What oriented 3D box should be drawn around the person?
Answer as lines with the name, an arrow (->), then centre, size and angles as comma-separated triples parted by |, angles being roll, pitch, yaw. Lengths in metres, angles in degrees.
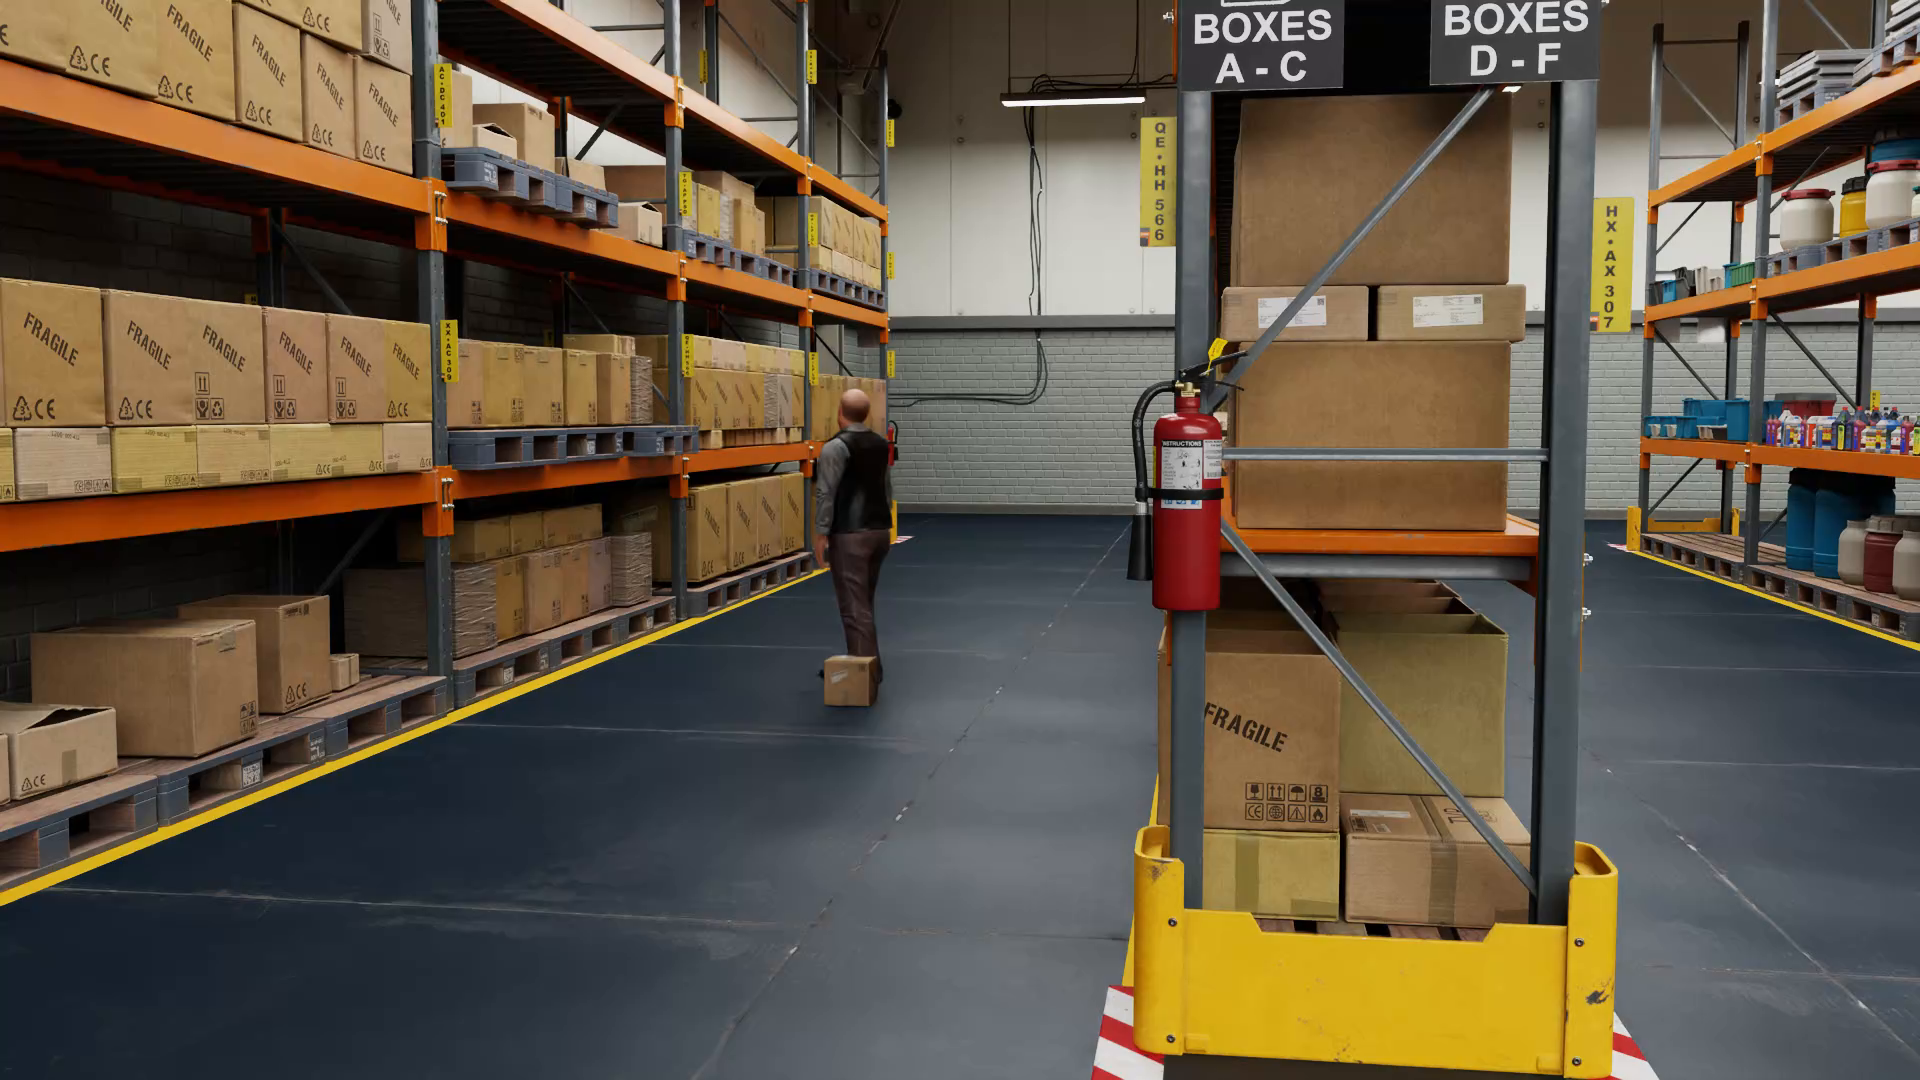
person -> -0.632, -0.002, 9.506 | 0.578, 1.718, 0.625 | 3, 5, 31
